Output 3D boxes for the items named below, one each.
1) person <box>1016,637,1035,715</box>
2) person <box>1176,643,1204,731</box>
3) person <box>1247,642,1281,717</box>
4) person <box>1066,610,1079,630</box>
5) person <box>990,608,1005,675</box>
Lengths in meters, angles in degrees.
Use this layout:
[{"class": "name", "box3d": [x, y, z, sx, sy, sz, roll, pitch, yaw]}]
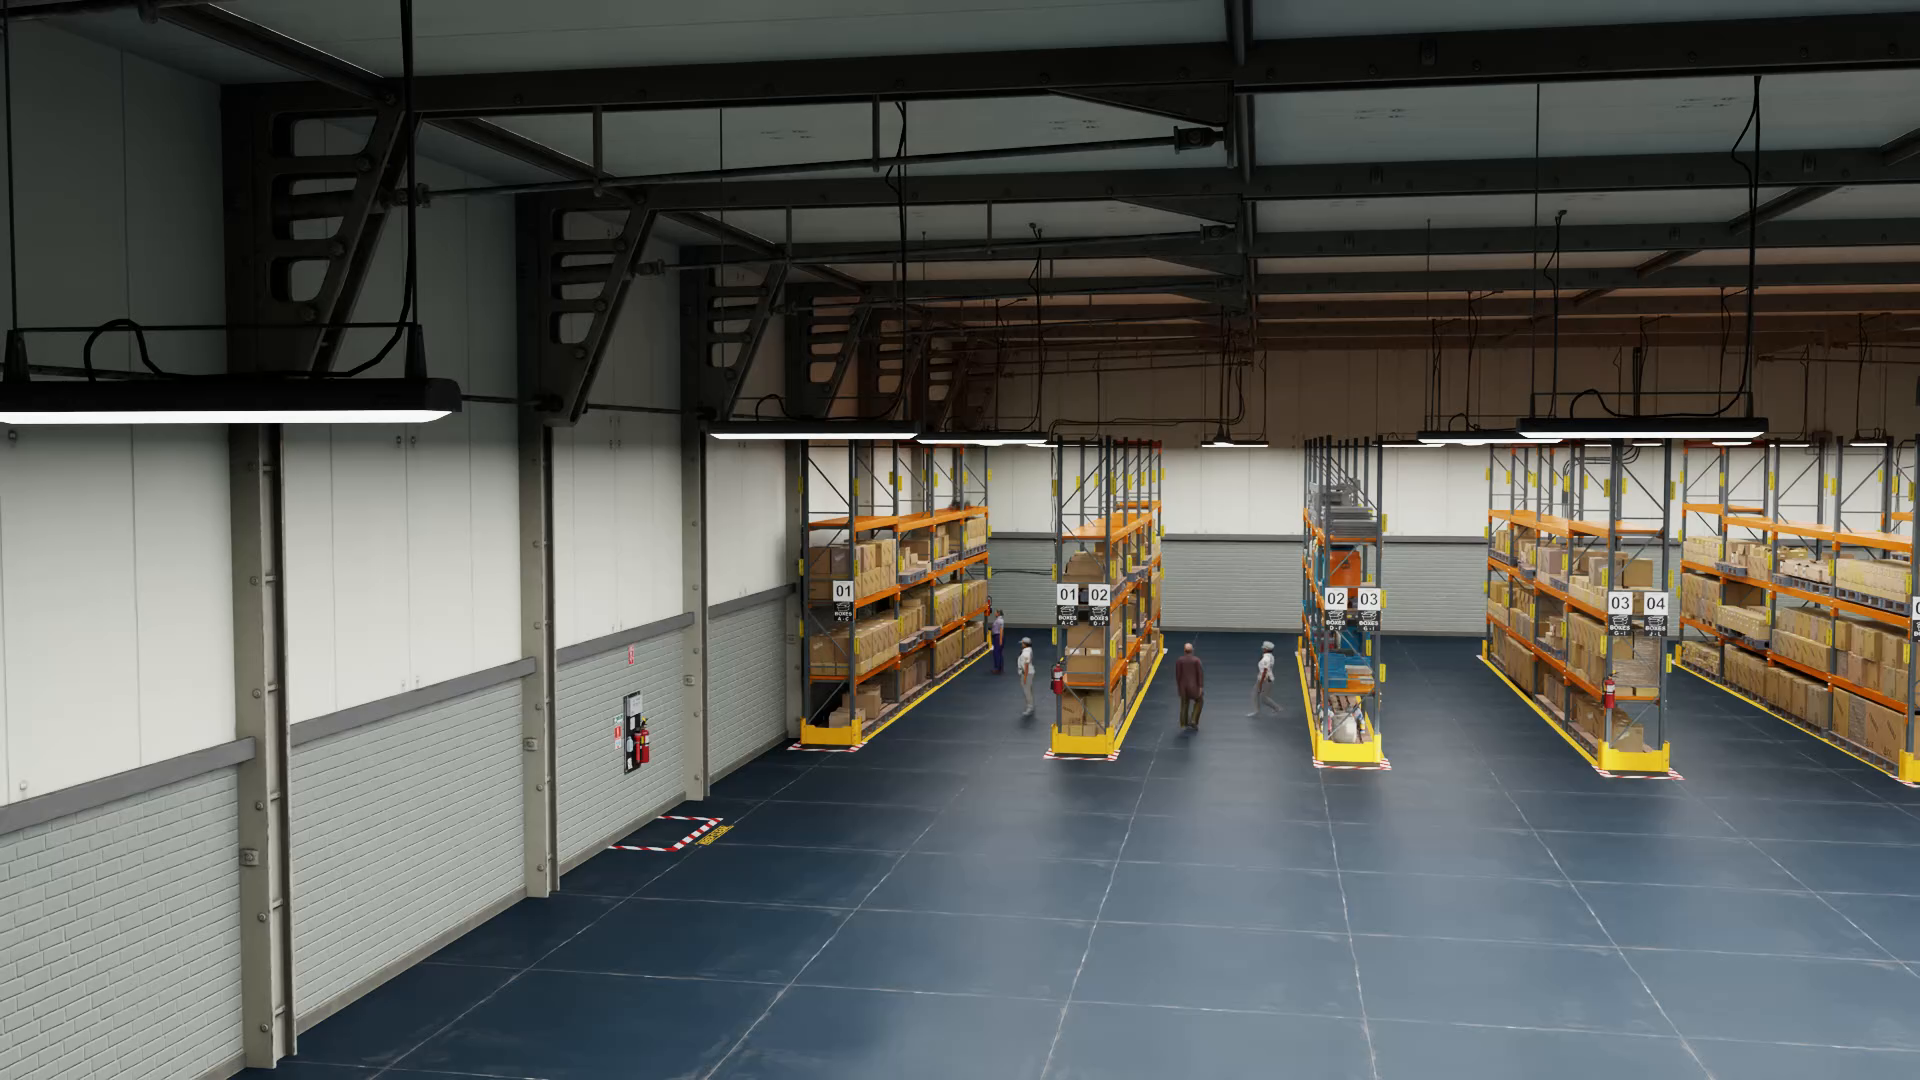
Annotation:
[{"class": "person", "box3d": [1.428, 2.954, 35.988, 0.401, 1.703, 0.551, 0, 3, 6]}, {"class": "person", "box3d": [4.690, 3.009, 33.854, 0.625, 1.825, 0.512, 2, 4, 36]}, {"class": "person", "box3d": [6.522, 2.975, 35.458, 0.685, 1.637, 0.555, -1, 3, -18]}, {"class": "person", "box3d": [3.249, 2.420, 45.492, 0.666, 1.666, 0.984, 1, 3, 11]}, {"class": "person", "box3d": [0.968, 2.602, 42.701, 0.397, 1.682, 0.625, 0, 3, 1]}]
